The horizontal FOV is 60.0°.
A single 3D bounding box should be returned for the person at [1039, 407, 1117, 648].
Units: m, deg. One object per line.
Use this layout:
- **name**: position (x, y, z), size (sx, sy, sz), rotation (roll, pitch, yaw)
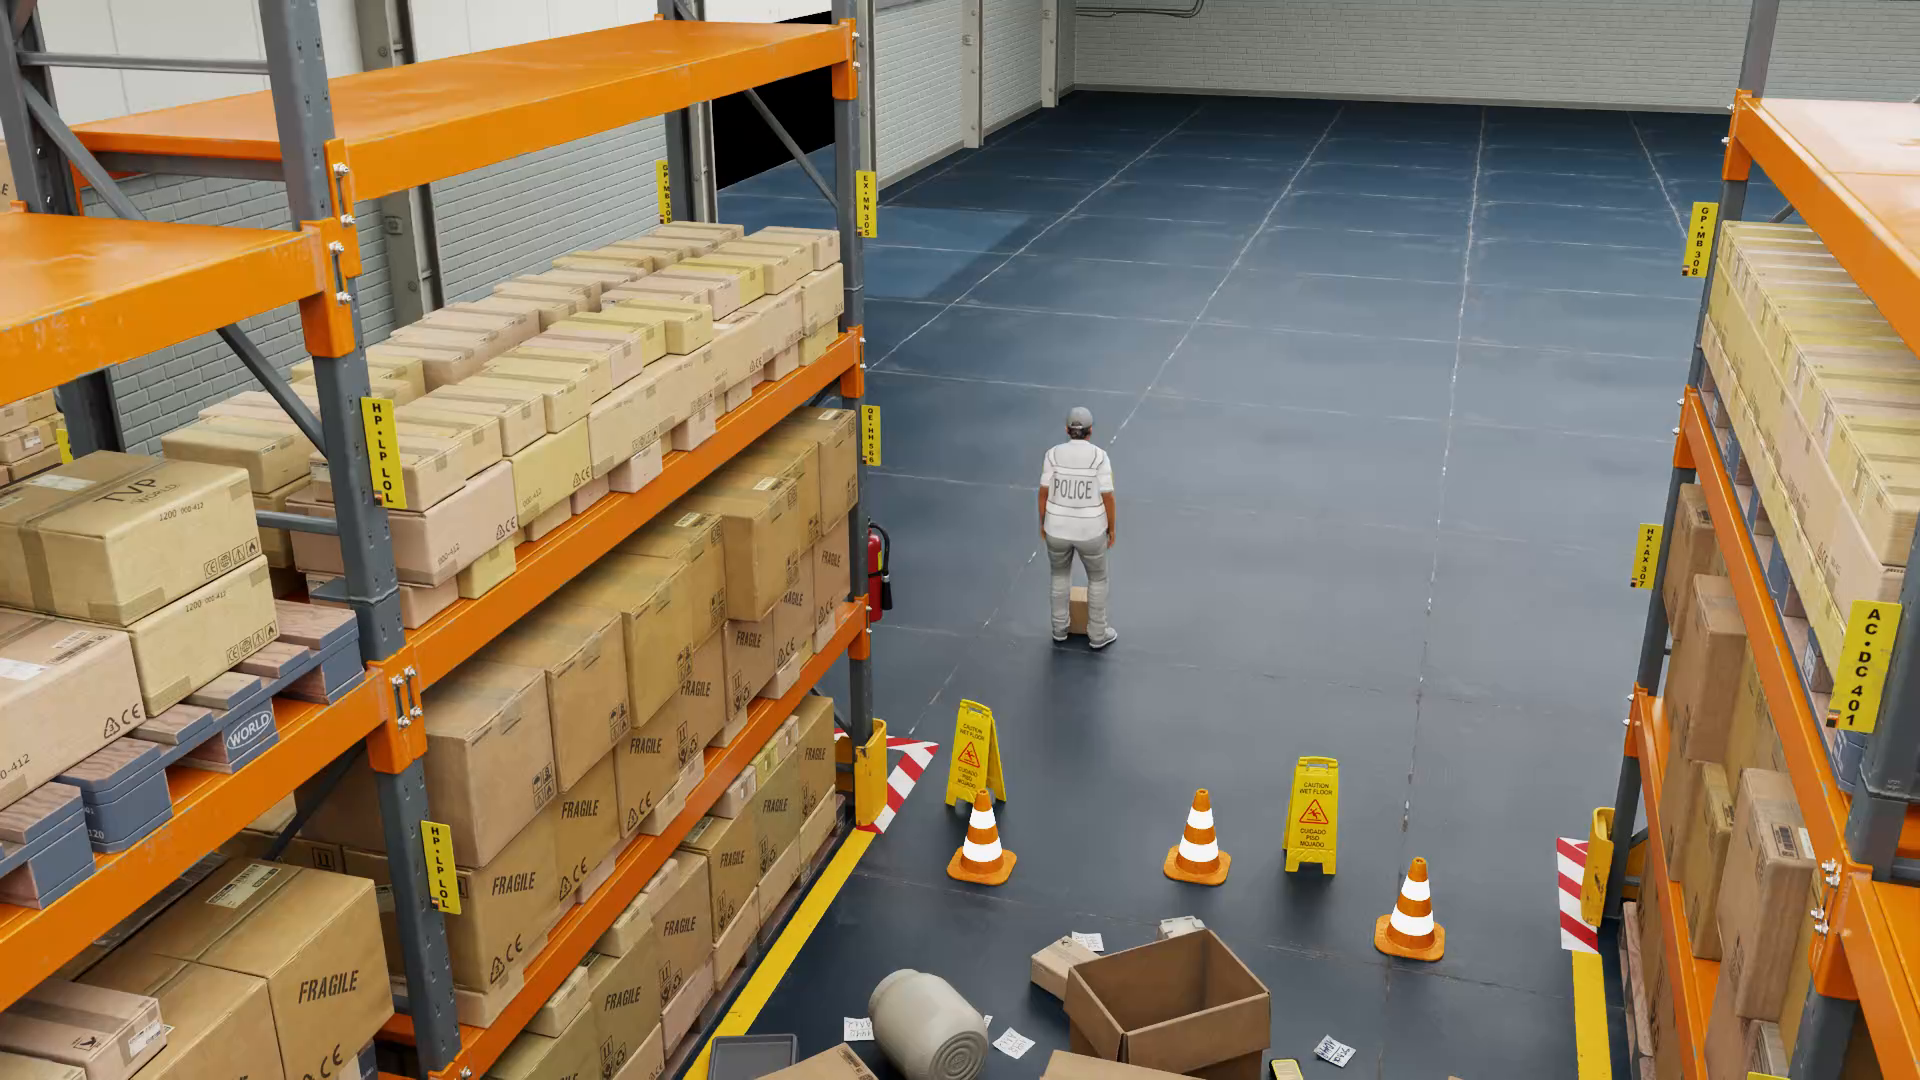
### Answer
- **person**: position (0.807, -0.081, 11.280), size (0.544, 1.666, 0.471), rotation (6, 23, 15)
